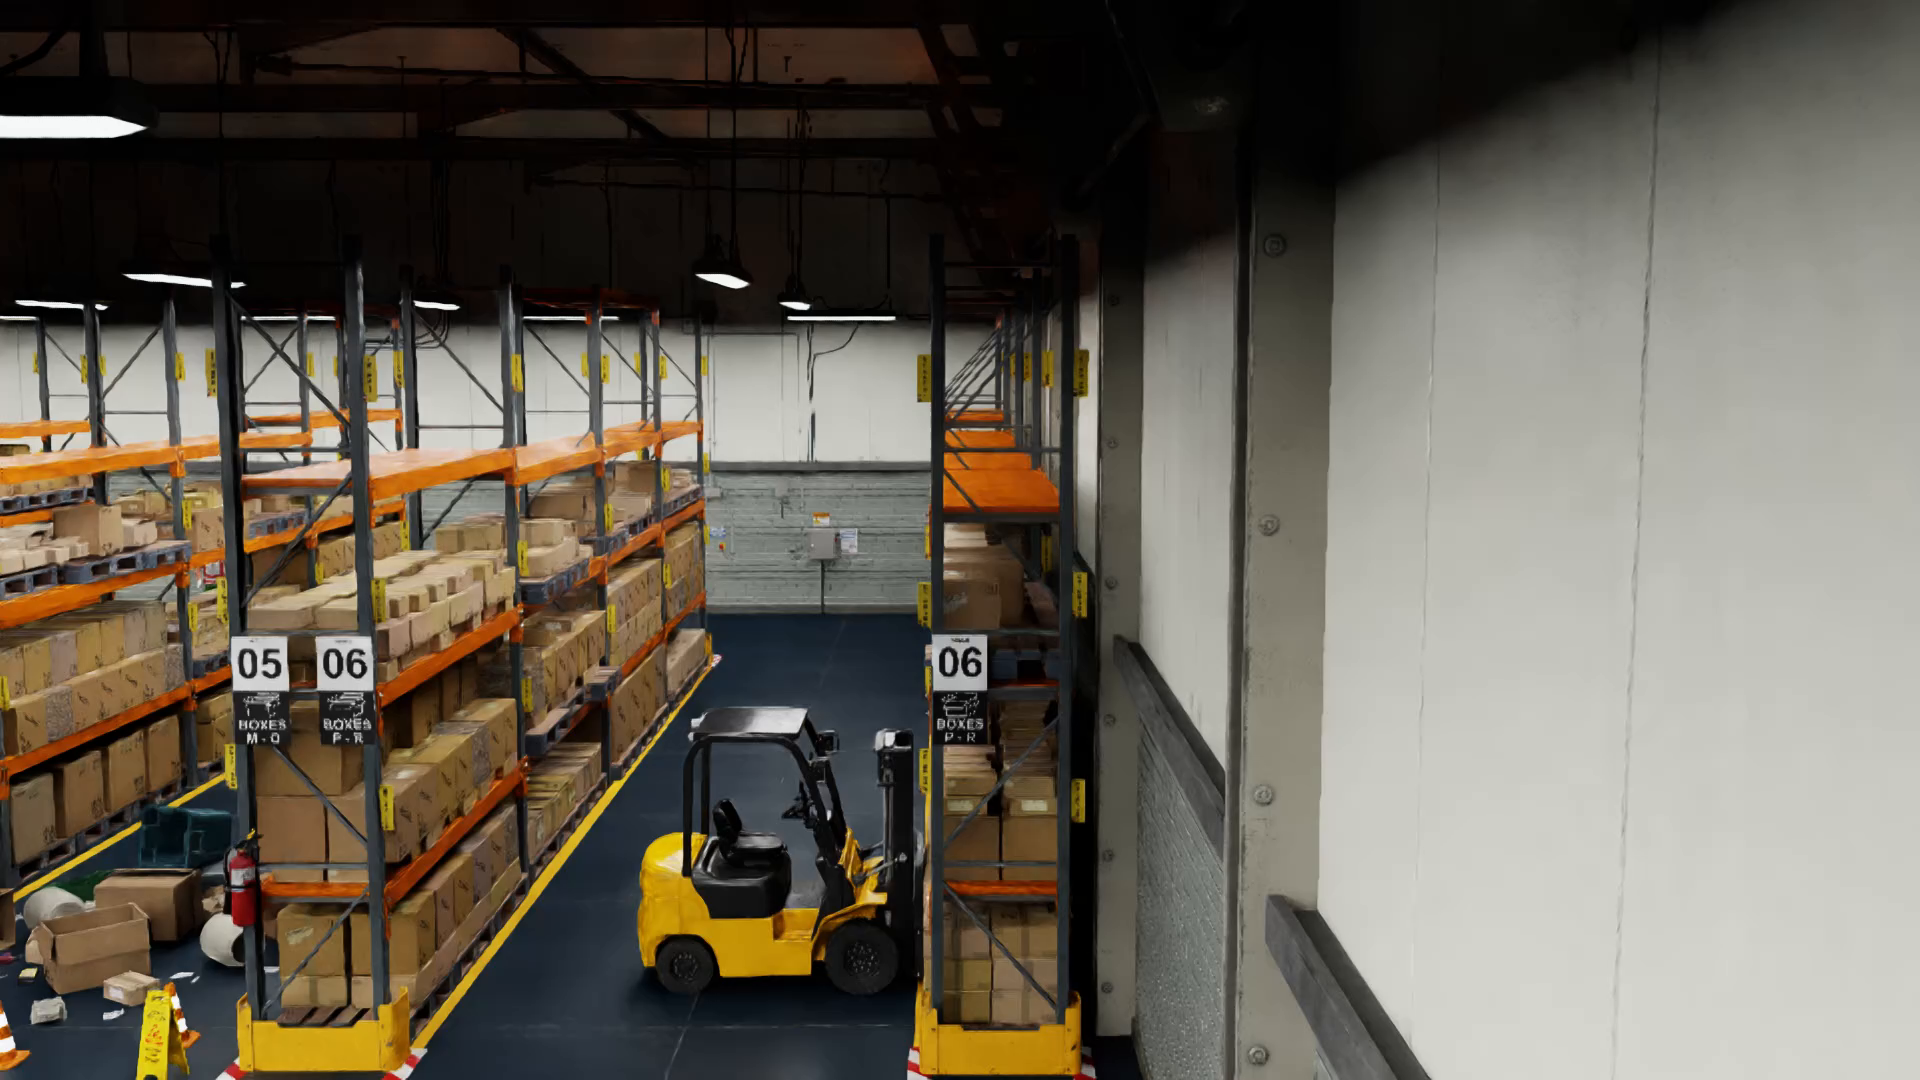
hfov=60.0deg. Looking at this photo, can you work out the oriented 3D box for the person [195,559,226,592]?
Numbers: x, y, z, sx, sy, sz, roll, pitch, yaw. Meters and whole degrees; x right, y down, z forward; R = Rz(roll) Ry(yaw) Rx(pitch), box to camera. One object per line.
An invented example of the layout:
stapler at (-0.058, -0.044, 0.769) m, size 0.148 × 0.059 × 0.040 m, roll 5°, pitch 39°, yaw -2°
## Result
person at (-14.094, 0.821, 31.509) m, size 0.673 × 1.744 × 0.760 m, roll -1°, pitch 6°, yaw -13°
